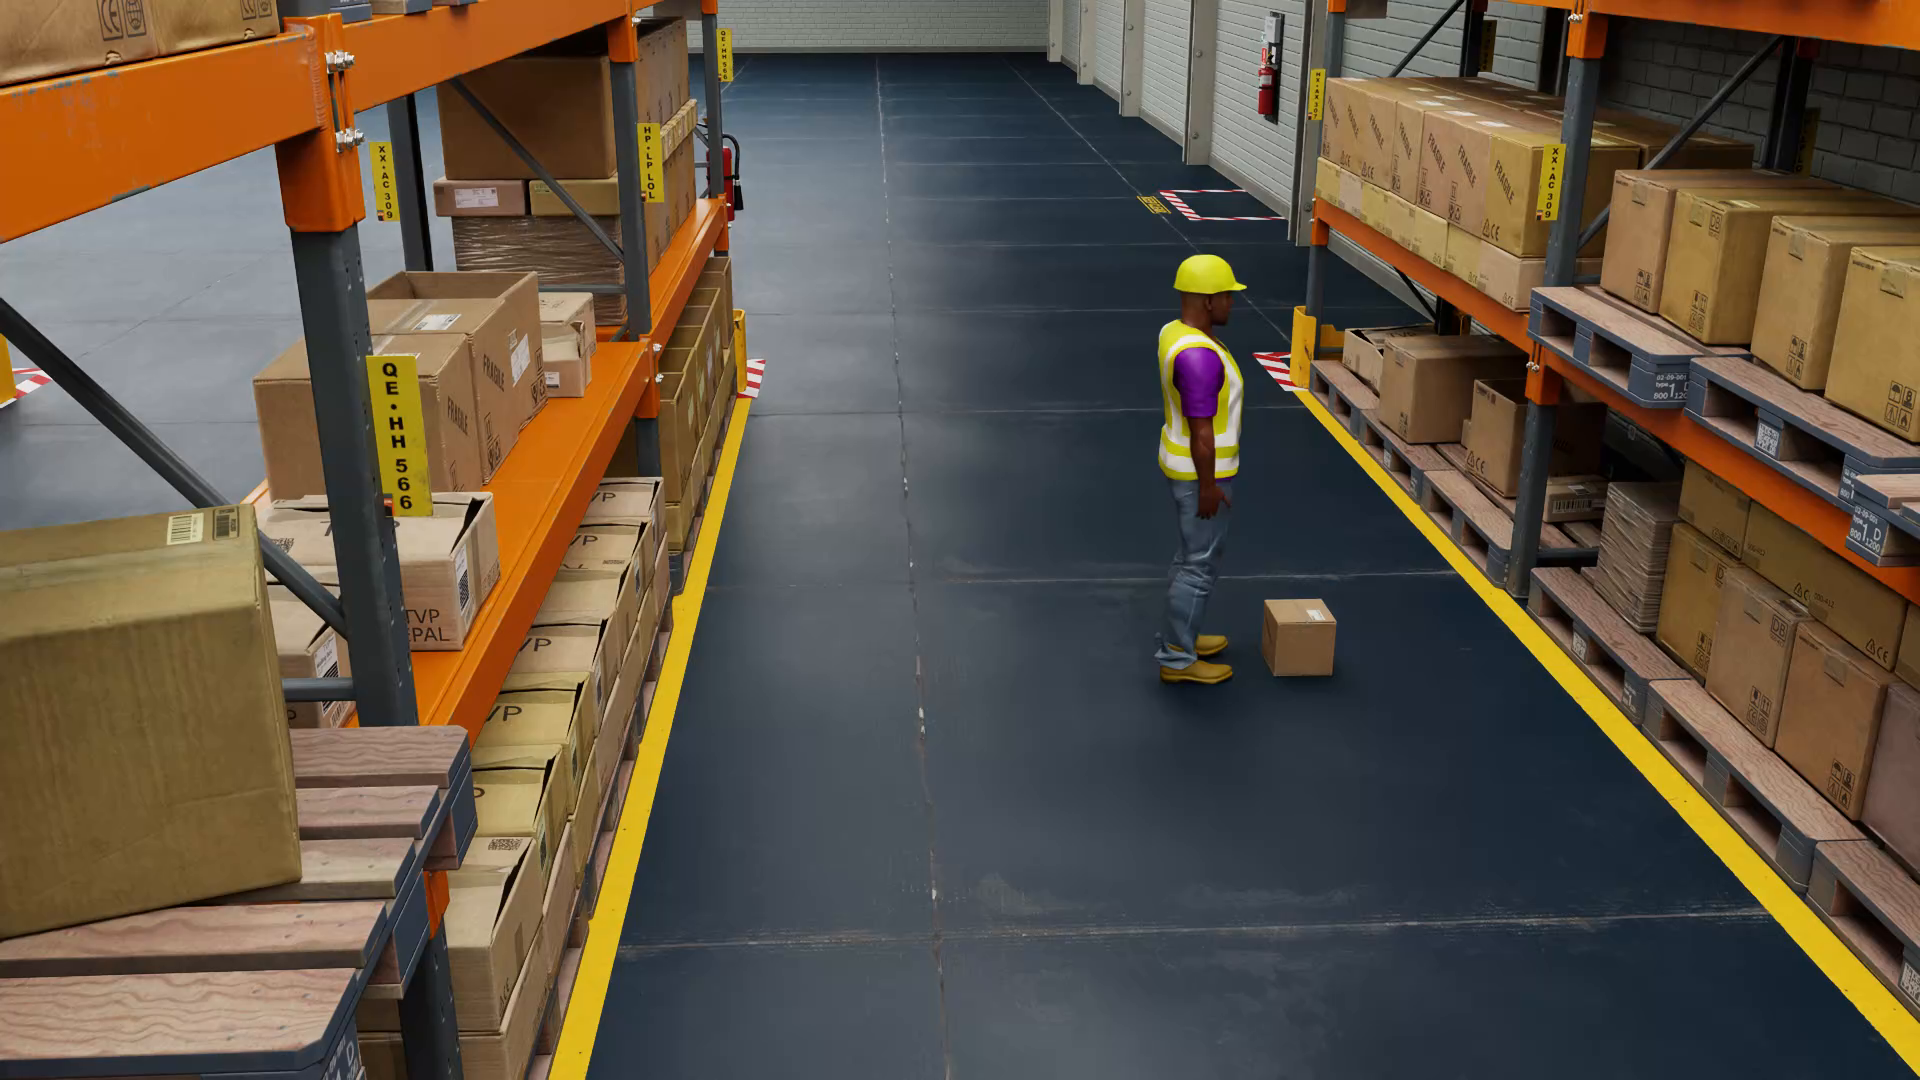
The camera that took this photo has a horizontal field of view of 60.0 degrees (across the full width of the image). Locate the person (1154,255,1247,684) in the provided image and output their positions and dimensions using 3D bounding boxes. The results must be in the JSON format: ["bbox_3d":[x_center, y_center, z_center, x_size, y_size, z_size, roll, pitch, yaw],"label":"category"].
[{"bbox_3d":[0.984,-0.291,6.840,0.370,1.765,0.564,0,20,0],"label":"person"}]
